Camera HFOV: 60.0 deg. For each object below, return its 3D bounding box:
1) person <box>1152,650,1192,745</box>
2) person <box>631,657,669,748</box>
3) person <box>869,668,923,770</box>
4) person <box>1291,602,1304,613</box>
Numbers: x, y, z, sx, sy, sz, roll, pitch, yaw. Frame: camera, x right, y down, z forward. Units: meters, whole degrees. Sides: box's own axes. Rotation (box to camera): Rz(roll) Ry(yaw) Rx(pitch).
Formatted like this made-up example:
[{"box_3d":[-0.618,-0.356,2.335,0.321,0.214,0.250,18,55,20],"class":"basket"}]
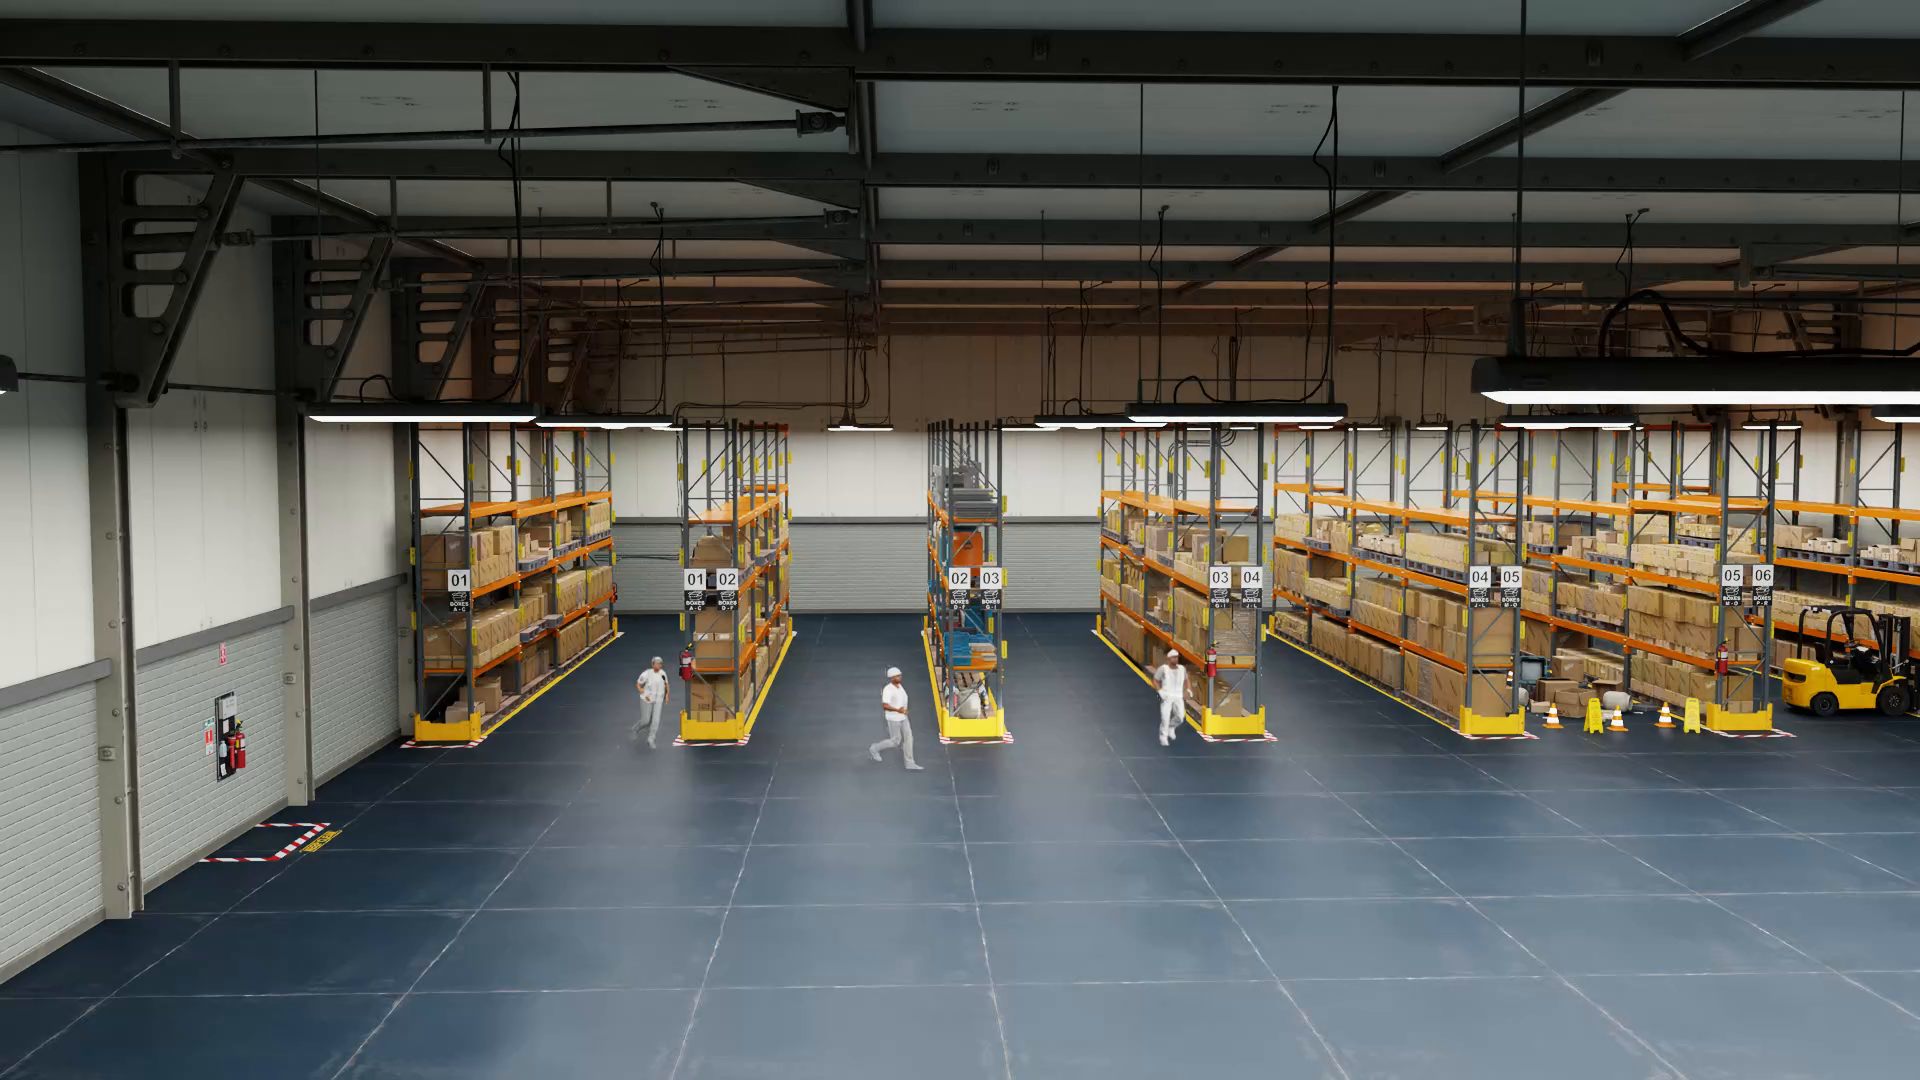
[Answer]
[{"box_3d":[3.914,2.899,30.721,0.734,1.724,0.567,-1,4,-11],"class":"person"},{"box_3d":[-5.649,2.961,30.589,0.674,1.636,0.707,-3,4,-35],"class":"person"},{"box_3d":[-1.080,3.037,28.312,0.966,1.741,0.713,2,4,24],"class":"person"},{"box_3d":[9.993,1.730,49.090,0.828,1.705,0.776,3,5,43],"class":"person"}]
